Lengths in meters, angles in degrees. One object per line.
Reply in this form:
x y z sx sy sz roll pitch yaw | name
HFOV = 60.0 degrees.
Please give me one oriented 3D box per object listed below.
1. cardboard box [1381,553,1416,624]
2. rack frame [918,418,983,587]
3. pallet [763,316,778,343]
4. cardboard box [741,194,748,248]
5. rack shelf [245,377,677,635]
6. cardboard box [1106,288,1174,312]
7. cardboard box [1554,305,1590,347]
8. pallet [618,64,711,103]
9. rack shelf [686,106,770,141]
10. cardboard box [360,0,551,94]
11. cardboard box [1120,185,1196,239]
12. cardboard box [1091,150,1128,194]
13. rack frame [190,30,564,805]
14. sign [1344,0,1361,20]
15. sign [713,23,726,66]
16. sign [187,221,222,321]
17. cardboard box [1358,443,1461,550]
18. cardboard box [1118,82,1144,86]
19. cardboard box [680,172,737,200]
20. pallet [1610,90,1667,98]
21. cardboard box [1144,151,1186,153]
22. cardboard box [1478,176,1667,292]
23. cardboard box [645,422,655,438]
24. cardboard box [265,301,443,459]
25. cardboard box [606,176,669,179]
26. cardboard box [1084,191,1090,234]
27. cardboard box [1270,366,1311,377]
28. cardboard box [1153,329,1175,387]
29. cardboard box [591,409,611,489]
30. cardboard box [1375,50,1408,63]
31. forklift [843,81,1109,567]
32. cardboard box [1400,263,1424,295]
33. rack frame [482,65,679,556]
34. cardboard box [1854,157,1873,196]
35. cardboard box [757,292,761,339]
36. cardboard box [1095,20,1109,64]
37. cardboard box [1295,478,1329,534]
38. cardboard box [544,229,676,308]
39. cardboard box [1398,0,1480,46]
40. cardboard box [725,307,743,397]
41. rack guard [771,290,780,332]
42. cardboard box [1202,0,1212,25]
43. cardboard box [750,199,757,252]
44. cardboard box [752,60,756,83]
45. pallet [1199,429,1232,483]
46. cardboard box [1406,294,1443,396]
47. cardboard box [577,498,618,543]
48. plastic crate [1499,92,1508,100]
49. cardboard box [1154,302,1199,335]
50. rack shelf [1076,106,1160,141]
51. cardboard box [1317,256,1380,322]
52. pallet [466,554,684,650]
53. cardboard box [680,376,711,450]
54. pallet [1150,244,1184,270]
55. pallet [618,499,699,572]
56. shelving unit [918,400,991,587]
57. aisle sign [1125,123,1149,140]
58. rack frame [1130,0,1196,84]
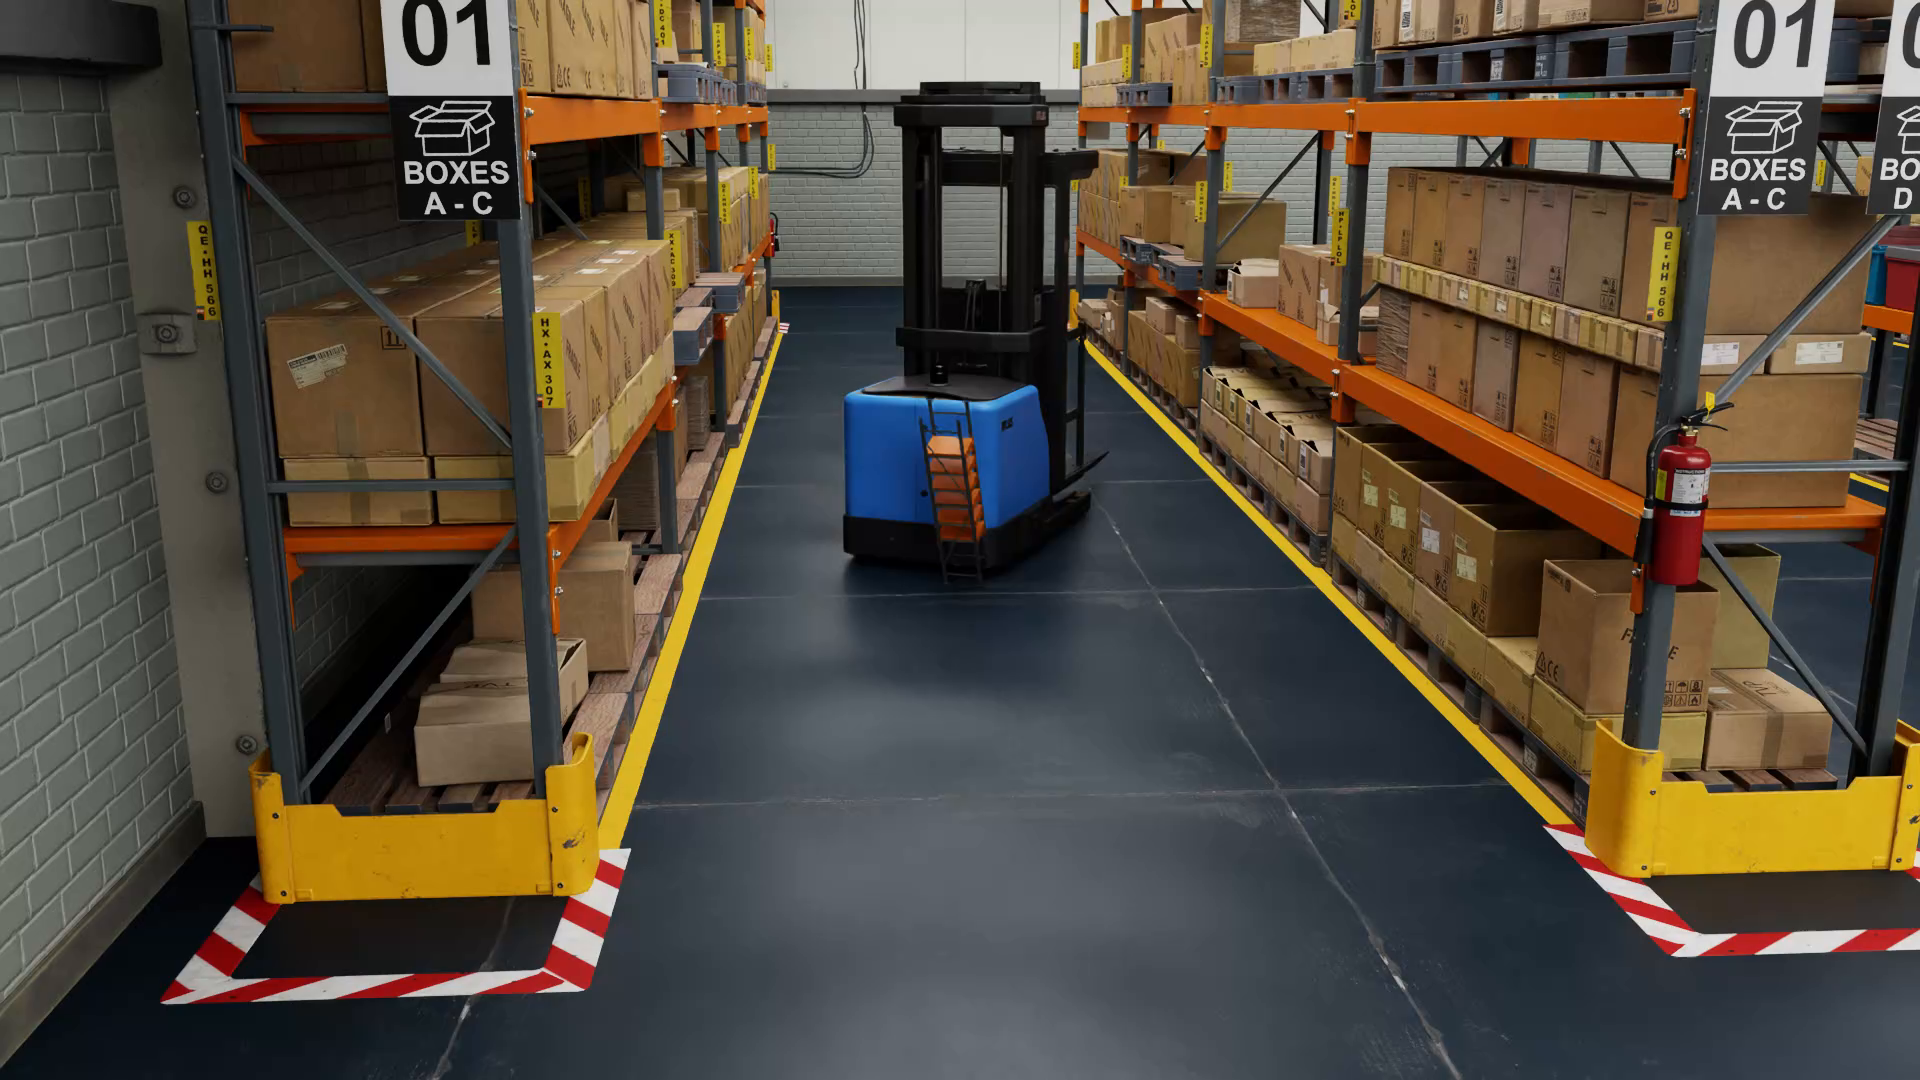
2.537 0.244 8.733 0.500 0.250 0.500 -1 14 -3 | cardboard box
-0.046 -0.199 9.593 0.240 1.200 0.006 4 39 16 | rack frame
-2.801 -2.612 20.754 1.003 0.211 1.213 -1 14 -3 | pallet
-2.359 -3.130 16.332 0.500 0.500 0.500 -1 14 -3 | cardboard box
-2.061 -0.330 7.732 1.077 0.370 4.000 -1 14 -3 | rack shelf
2.142 -2.714 19.681 0.797 0.503 0.637 -1 14 -3 | cardboard box
2.746 -0.904 7.018 0.380 0.149 0.250 -1 14 -3 | cardboard box
-2.117 -2.692 9.828 1.213 0.211 1.003 -1 14 -3 | pallet
-2.804 -4.767 18.957 1.077 0.370 4.000 -1 14 -3 | rack shelf
-1.708 -1.778 5.658 0.500 0.500 0.500 -1 14 -2 | cardboard box
2.070 -3.373 17.073 0.700 0.500 0.500 -6 16 -22 | cardboard box
1.846 -4.401 19.905 0.500 0.500 0.500 -1 14 -3 | cardboard box
-1.937 -0.181 5.709 1.000 3.000 0.127 -1 14 -3 | rack frame
2.218 -3.098 9.357 0.100 0.325 0.005 -1 14 -3 | sign
-1.891 -3.881 13.034 0.100 0.325 0.005 -1 14 -3 | sign
-2.492 -0.891 5.511 0.100 0.325 0.005 -1 14 -3 | sign
2.514 -0.243 9.123 0.500 0.500 0.500 -1 14 -3 | cardboard box
1.968 -4.739 17.708 0.500 0.250 0.500 -1 14 -3 | cardboard box
-2.310 -3.237 15.246 0.500 0.250 0.500 -1 14 -5 | cardboard box
7.354 -4.486 16.800 1.213 0.211 1.003 -1 14 -3 | pallet
2.418 -4.281 19.439 0.500 0.500 0.500 0 14 -2 | cardboard box
2.886 -1.445 7.818 0.700 0.500 0.500 -1 14 -3 | cardboard box
-2.278 -0.833 10.874 0.500 0.250 0.500 -1 14 -5 | cardboard box
-2.178 -0.595 6.074 0.500 0.500 0.500 -1 14 -4 | cardboard box
-2.748 -2.973 14.220 0.500 0.250 0.500 -1 14 -5 | cardboard box
1.817 -4.043 20.520 0.500 0.500 0.500 -1 14 -4 | cardboard box
2.789 -1.265 13.471 0.500 0.311 0.500 -1 14 -2 | cardboard box
2.149 -1.738 15.896 0.500 0.500 0.500 -1 14 -6 | cardboard box
-1.697 -0.373 6.717 0.500 0.250 0.500 -1 14 -5 | cardboard box
2.730 -2.990 10.065 0.500 0.250 0.500 1 14 2 | cardboard box
0.279 -1.574 11.260 1.130 2.935 3.031 6 15 21 | forklift
2.616 -1.419 9.019 0.380 0.149 0.250 -1 14 -5 | cardboard box
-2.185 -1.175 9.575 1.000 3.000 0.127 -1 14 -3 | rack frame
11.694 -4.576 20.991 0.500 0.500 0.500 -1 14 -5 | cardboard box
-2.682 -2.598 19.278 0.700 0.500 0.500 -1 14 -2 | cardboard box
2.010 -5.969 19.980 0.700 0.500 0.500 -1 14 -3 | cardboard box
2.444 -0.223 10.550 0.500 0.250 0.500 -1 14 -4 | cardboard box
-2.210 -1.703 10.542 0.700 0.500 0.500 1 14 2 | cardboard box
2.561 -2.670 8.419 0.500 0.311 0.500 -2 15 -7 | cardboard box
-2.395 -1.735 15.223 0.750 0.750 0.750 -1 14 -4 | cardboard box
-2.930 -2.955 21.509 1.175 0.500 0.348 -1 14 -3 | rack guard
2.427 -4.595 14.640 0.500 0.500 0.500 -1 14 -3 | cardboard box
-2.698 -3.445 17.796 0.980 0.700 0.700 -1 14 -3 | cardboard box
-2.478 -5.100 18.065 0.500 0.250 0.500 -1 14 -5 | cardboard box
2.523 -0.692 13.292 1.003 0.211 1.213 -1 14 -3 | pallet
2.832 -1.060 8.926 0.700 0.500 0.500 -1 14 -4 | cardboard box
-2.081 0.080 8.831 0.500 0.500 0.500 -2 15 -8 | cardboard box
6.780 -5.351 19.909 0.504 0.338 0.767 -1 14 -3 | plastic crate
2.144 -2.111 15.838 0.500 0.250 0.500 -1 14 -4 | cardboard box
2.140 -4.844 19.258 1.077 0.370 4.000 -1 14 -3 | rack shelf
2.695 -1.624 11.116 0.500 0.500 0.500 0 14 1 | cardboard box
-2.108 0.341 9.276 1.003 0.211 1.213 -1 14 -3 | pallet
-2.336 -0.994 13.005 0.700 0.500 0.500 -1 14 -3 | cardboard box
2.386 -2.638 15.646 1.003 0.211 1.213 -1 14 -3 | pallet
-2.235 -0.019 10.675 1.003 0.211 1.213 -1 14 -3 | pallet
-0.023 -0.255 9.661 0.258 1.200 0.189 4 39 16 | shelving unit
2.317 -5.518 21.236 0.394 0.787 0.004 -1 14 -3 | aisle sign
2.263 -6.148 16.861 1.000 3.000 0.127 -1 14 -3 | rack frame
